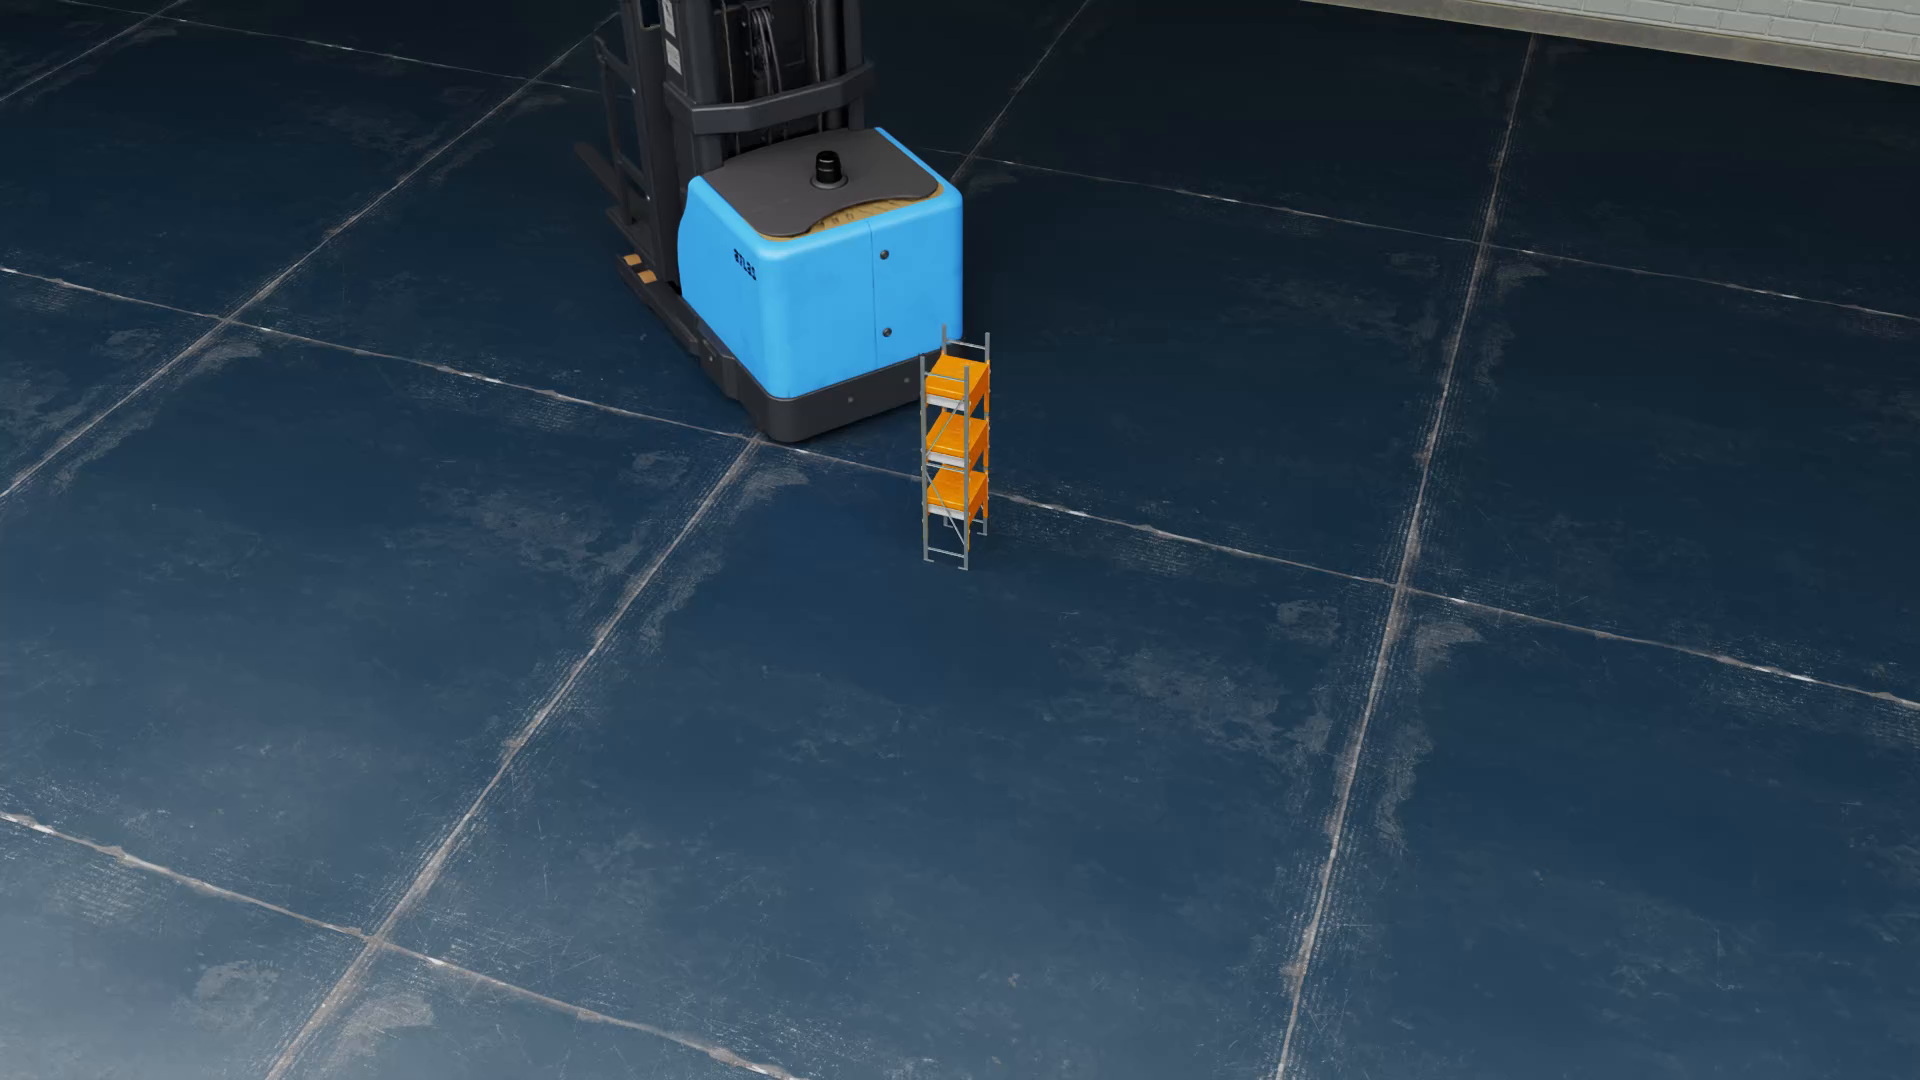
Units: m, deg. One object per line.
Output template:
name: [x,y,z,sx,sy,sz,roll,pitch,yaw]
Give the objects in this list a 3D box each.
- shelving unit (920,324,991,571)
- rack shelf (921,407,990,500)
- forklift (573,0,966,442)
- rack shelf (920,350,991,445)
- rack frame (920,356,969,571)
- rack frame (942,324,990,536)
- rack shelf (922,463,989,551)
shelving unit: [-0.018,-0.367,6.871,0.215,1.050,0.252,13,42,15]
rack shelf: [-0.018,-0.359,6.878,0.215,0.259,0.240,13,42,15]
forklift: [-1.163,-2.501,7.923,1.130,2.935,3.031,-21,45,-23]
rack shelf: [-0.018,-0.575,6.694,0.215,0.259,0.240,13,42,15]
rack frame: [-0.060,-0.292,6.784,0.200,1.050,0.008,13,42,15]
rack frame: [0.023,-0.441,6.958,0.200,1.050,0.008,13,42,15]
rack shelf: [-0.018,-0.147,7.058,0.215,0.259,0.240,13,42,15]
